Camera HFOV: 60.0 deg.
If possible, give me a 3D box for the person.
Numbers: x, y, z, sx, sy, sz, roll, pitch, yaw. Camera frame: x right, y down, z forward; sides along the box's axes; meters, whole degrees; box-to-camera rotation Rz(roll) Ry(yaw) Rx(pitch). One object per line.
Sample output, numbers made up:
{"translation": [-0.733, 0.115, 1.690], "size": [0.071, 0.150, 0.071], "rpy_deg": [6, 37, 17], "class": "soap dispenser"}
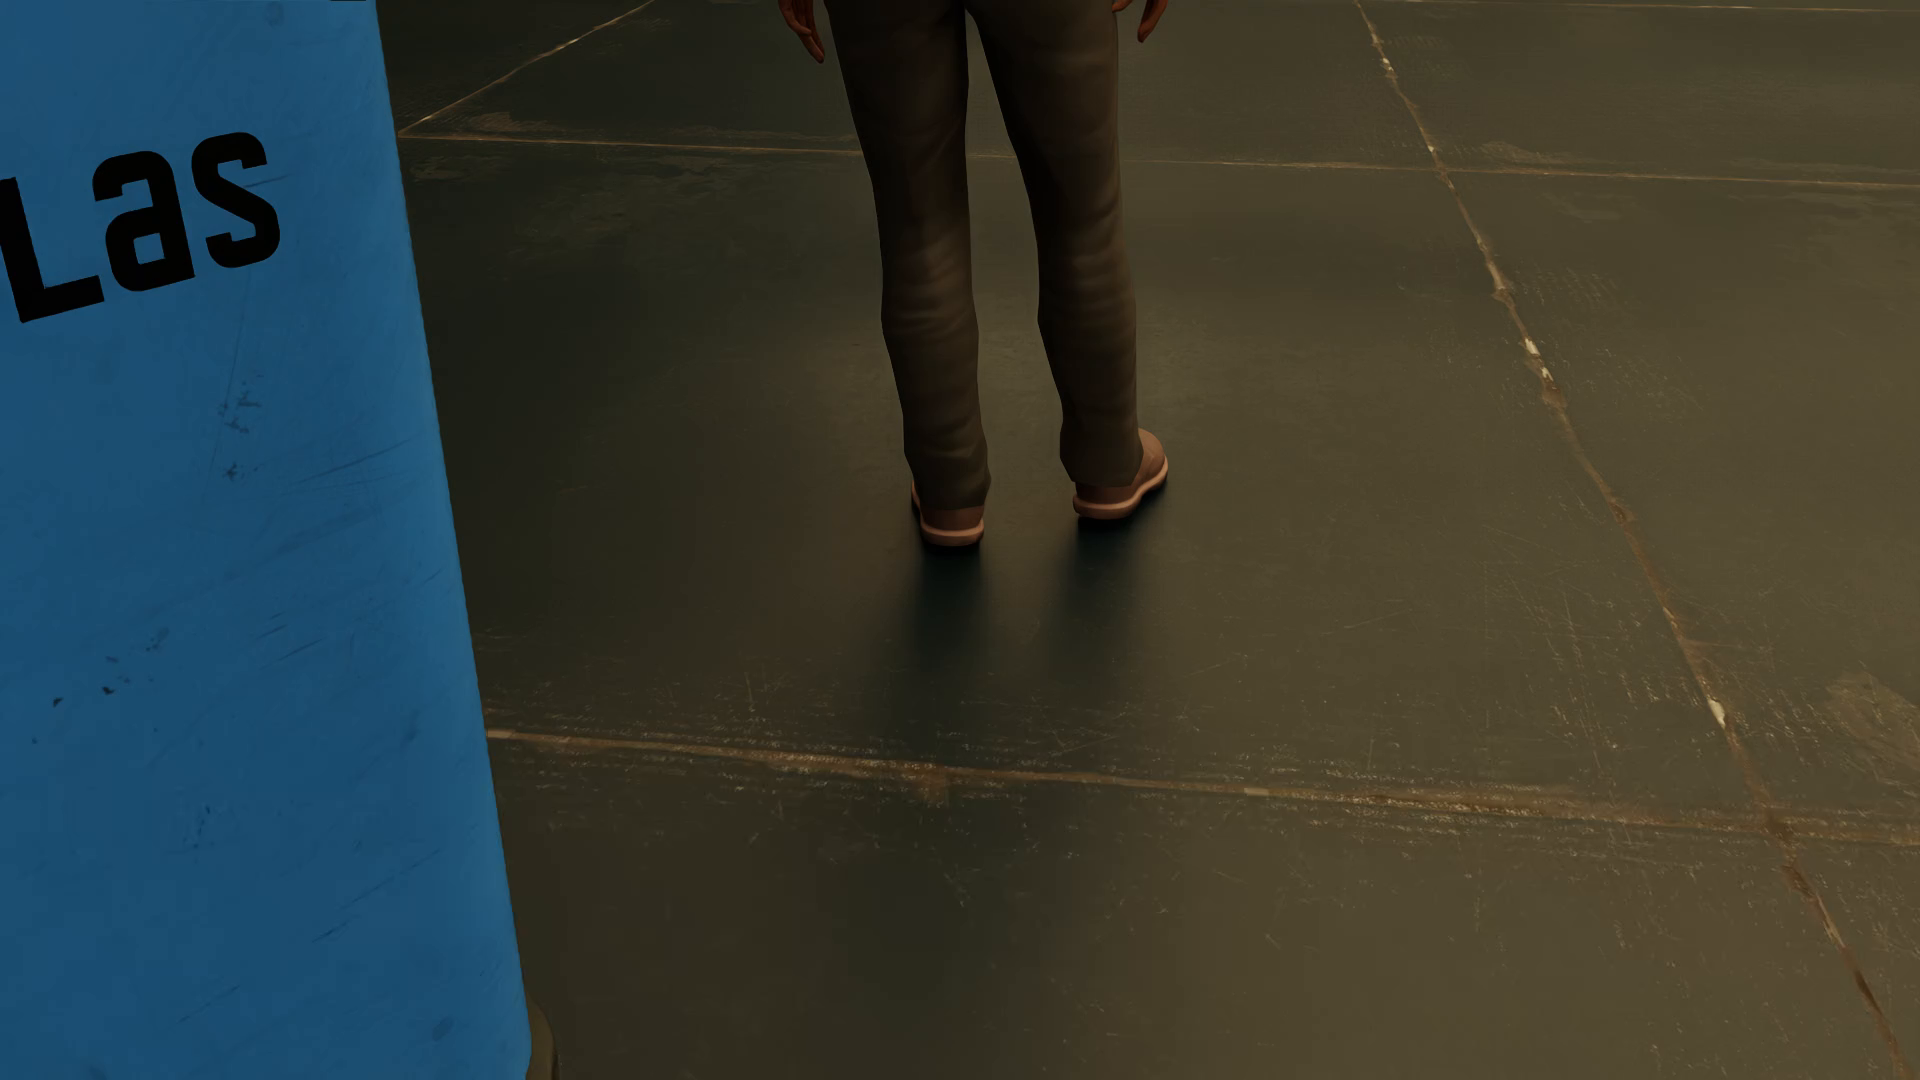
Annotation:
{"translation": [0.031, -0.785, 2.203], "size": [0.569, 1.656, 0.503], "rpy_deg": [3, 27, 7], "class": "person"}
